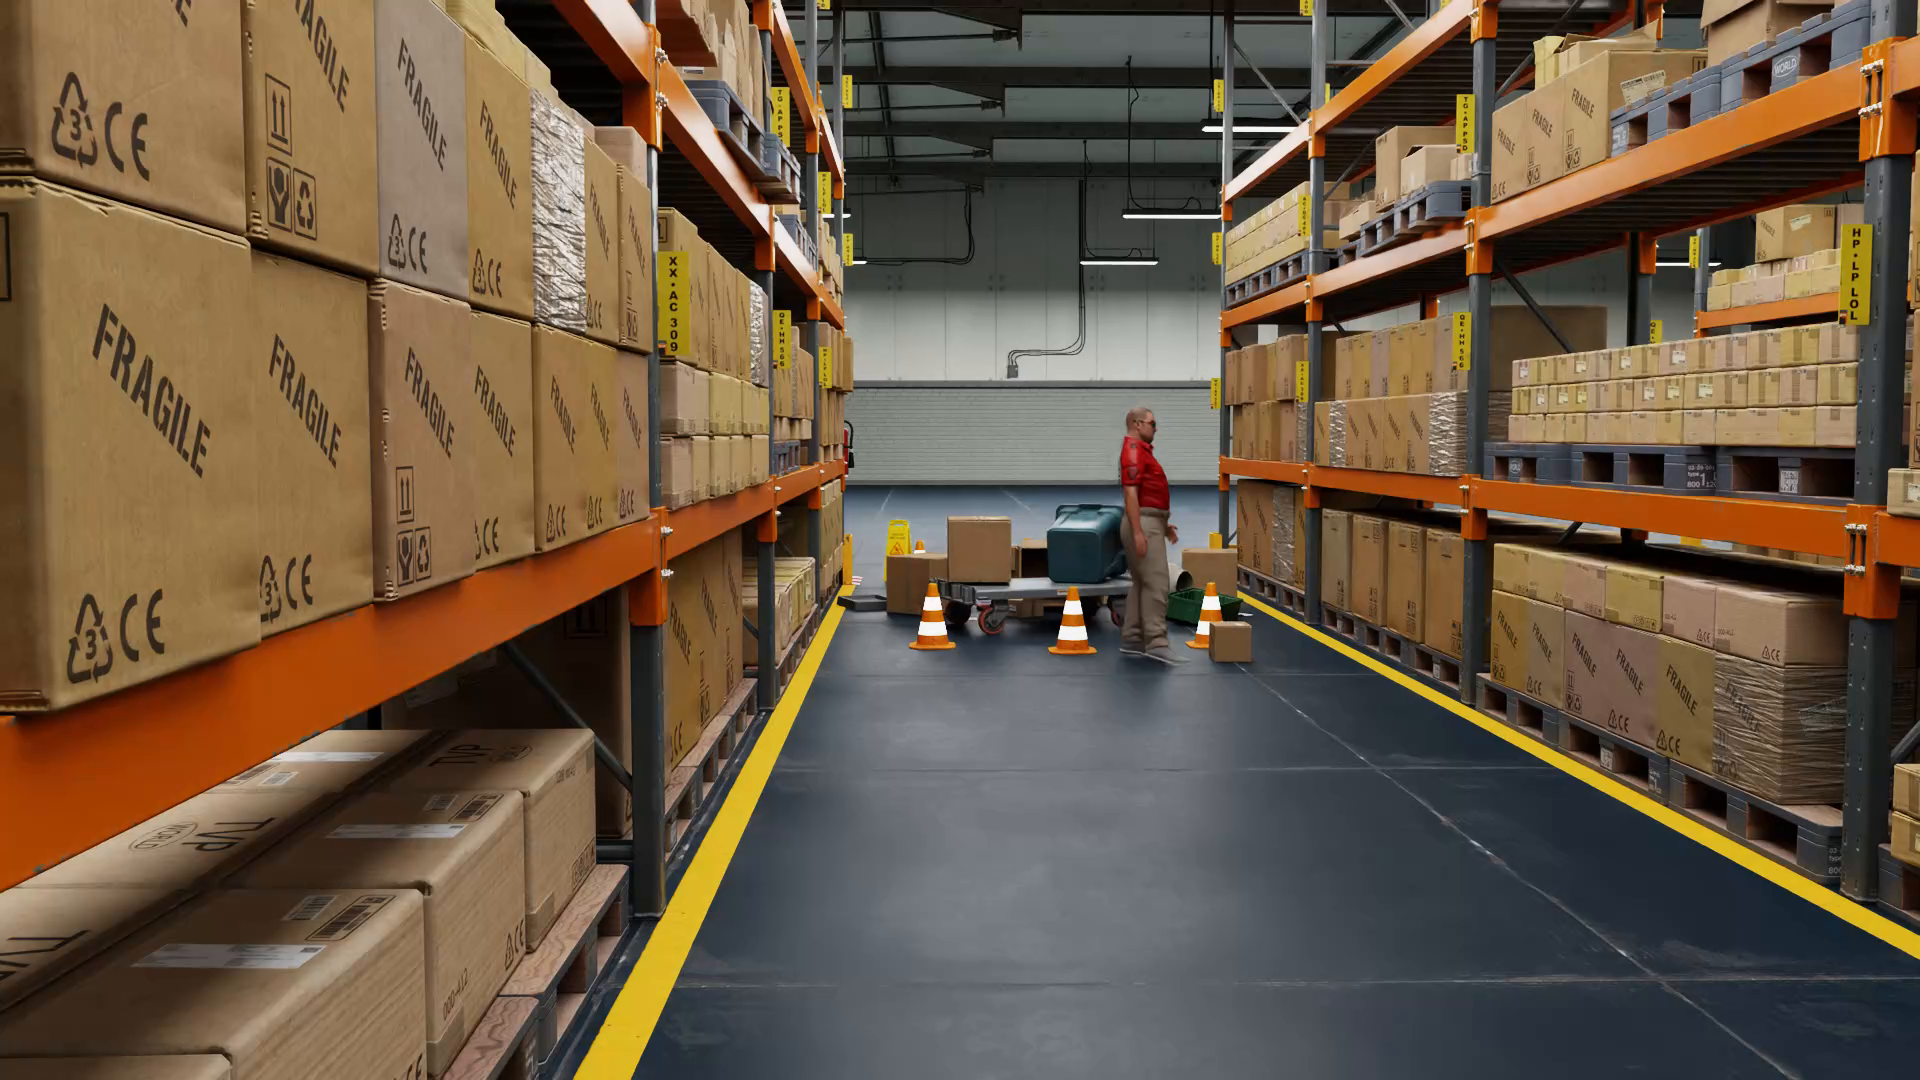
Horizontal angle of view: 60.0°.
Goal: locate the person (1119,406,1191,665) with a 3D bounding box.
[{"bbox_3d":[1.340,-0.035,11.411,0.492,1.758,0.579,0,4,6],"label":"person"}]
